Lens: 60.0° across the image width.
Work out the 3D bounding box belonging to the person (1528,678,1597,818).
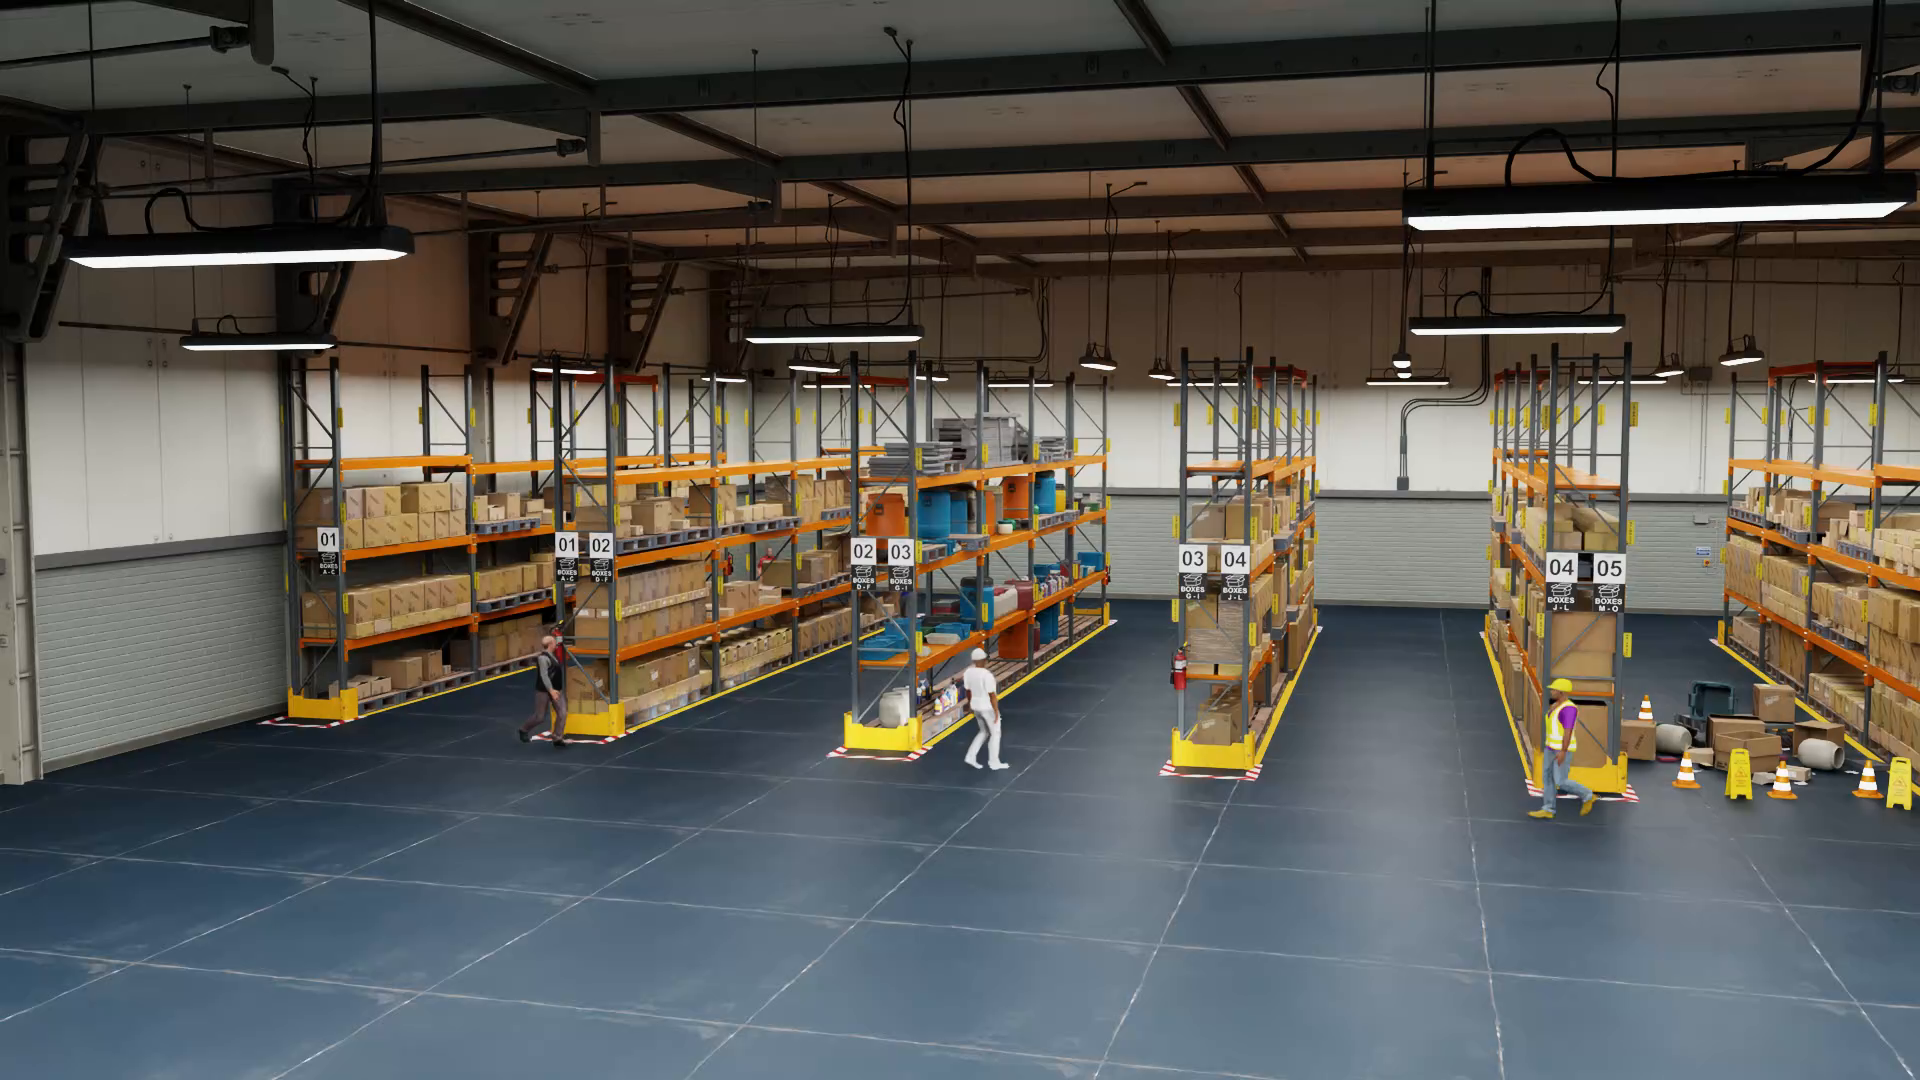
[{"bbox_3d":[7.506,2.599,20.687,0.762,1.760,0.548,-1,4,-9],"label":"person"}]

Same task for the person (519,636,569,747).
[{"bbox_3d":[-6.311,2.294,25.306,0.866,1.685,0.483,3,5,34],"label":"person"}]

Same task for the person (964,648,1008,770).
[{"bbox_3d":[0.383,2.411,23.742,0.587,1.759,0.604,-3,5,-32],"label":"person"}]

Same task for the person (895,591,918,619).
[{"bbox_3d":[-1.227,1.400,38.106,0.451,1.611,0.928,2,4,21],"label":"person"}]

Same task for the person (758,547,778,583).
[{"bbox_3d":[-4.889,1.024,42.729,0.590,1.678,1.054,-1,4,-15],"label":"person"}]
